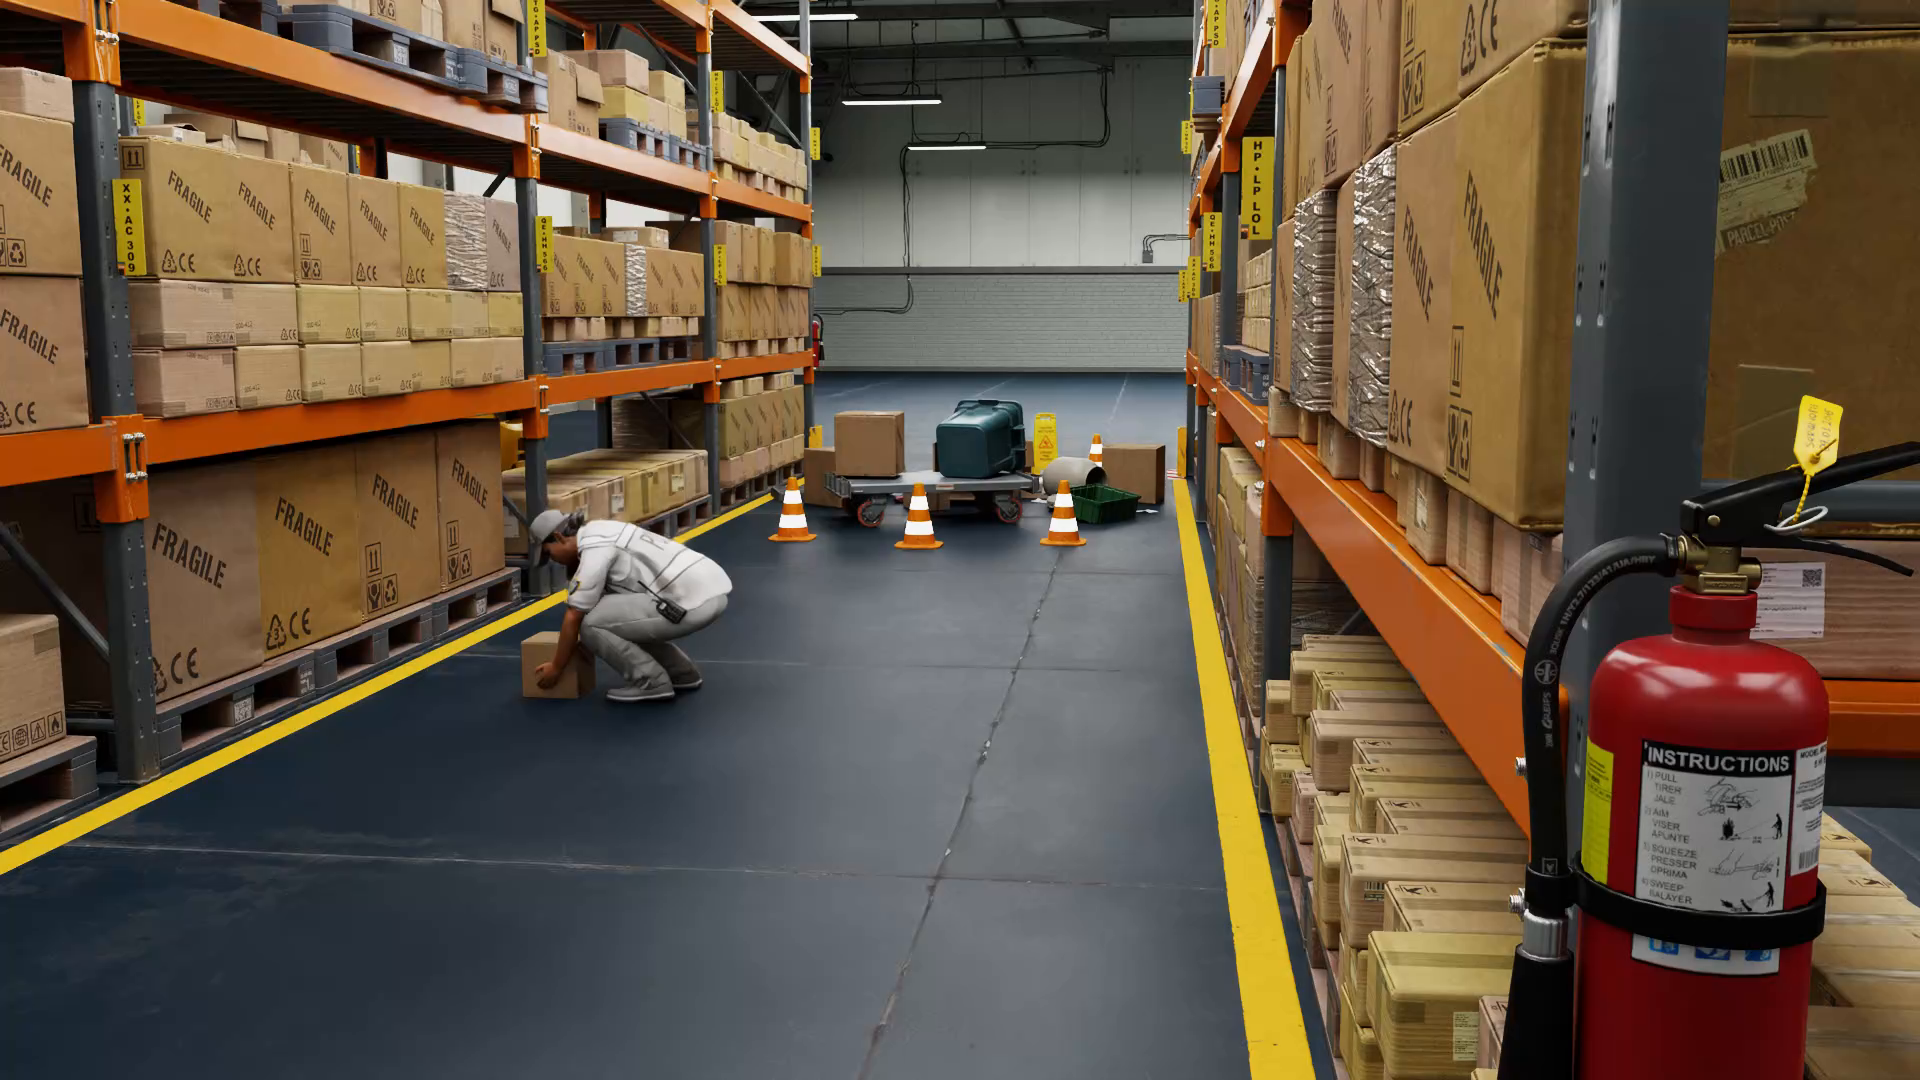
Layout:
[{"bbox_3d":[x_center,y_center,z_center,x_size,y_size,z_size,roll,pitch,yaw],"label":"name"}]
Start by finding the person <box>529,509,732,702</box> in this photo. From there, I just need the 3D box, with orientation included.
[{"bbox_3d":[-1.488,0.279,7.357,0.794,0.838,0.521,1,8,6],"label":"person"}]
